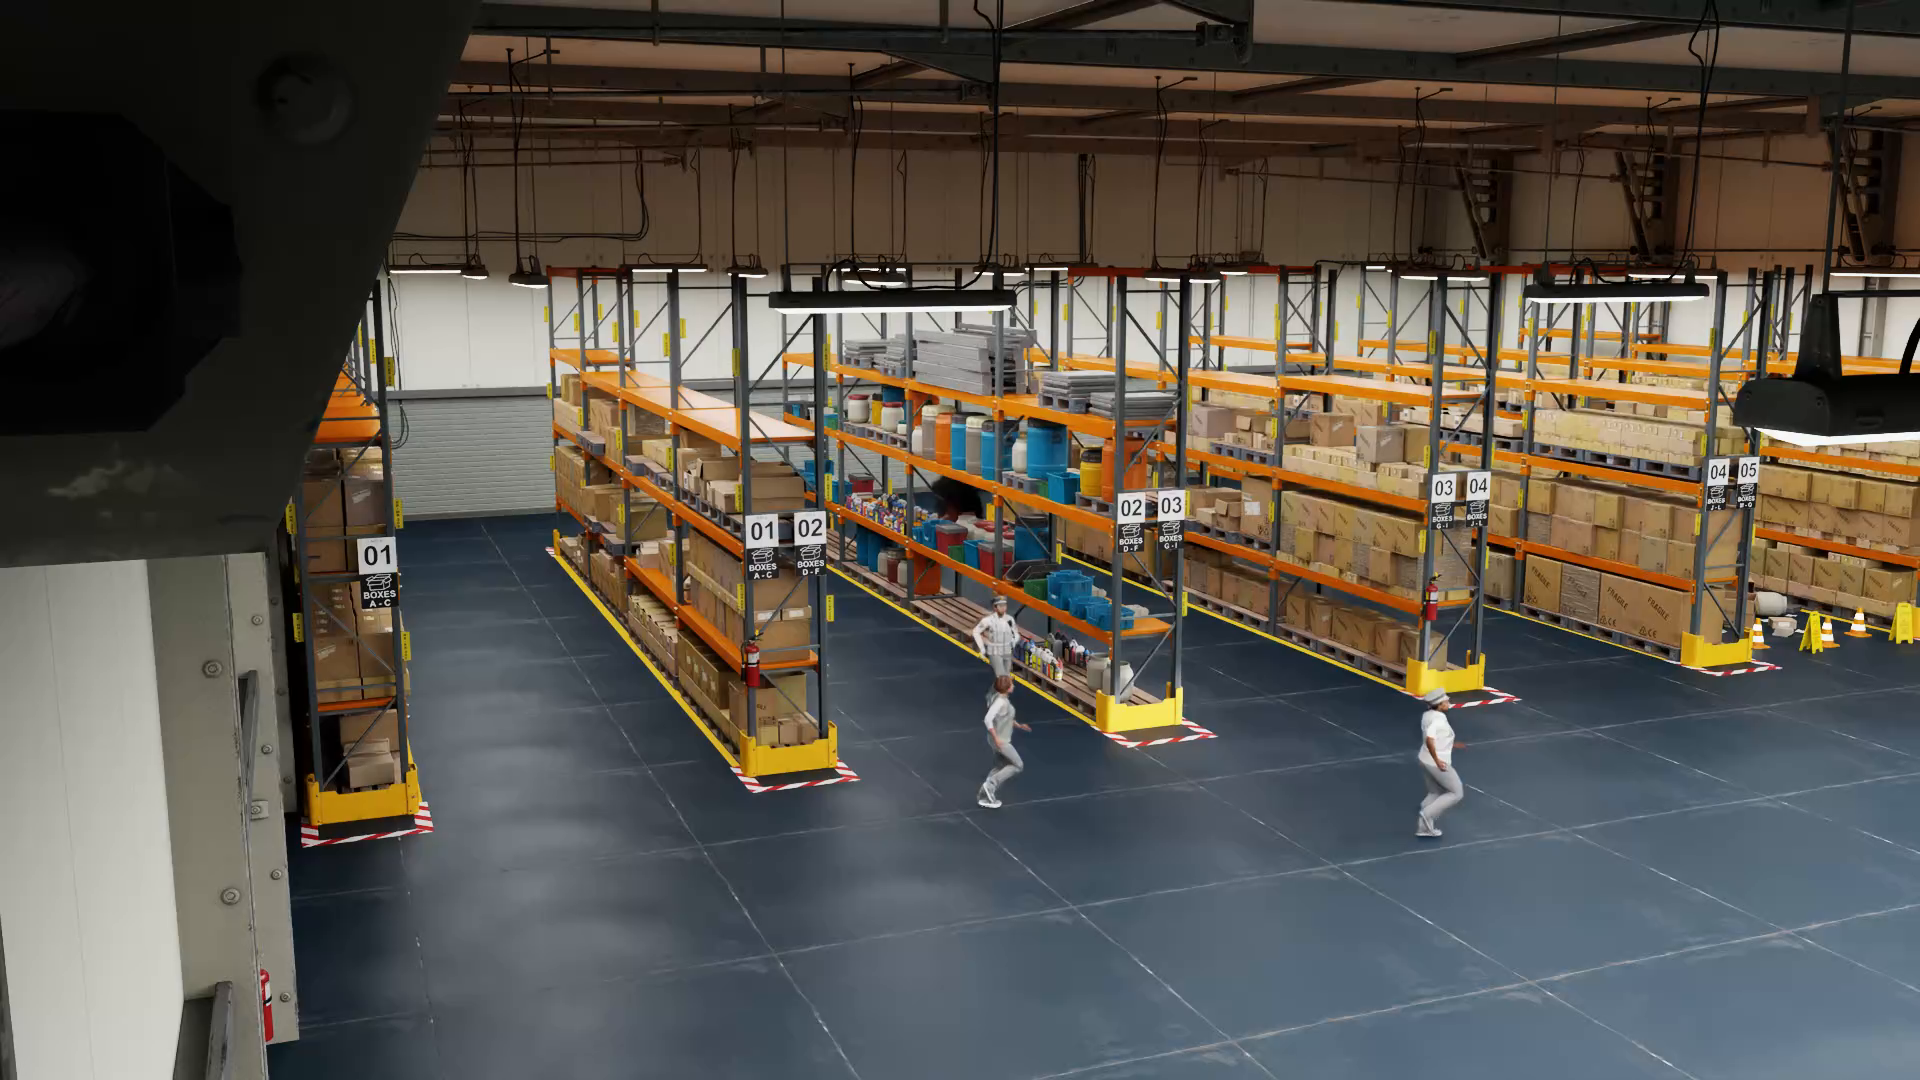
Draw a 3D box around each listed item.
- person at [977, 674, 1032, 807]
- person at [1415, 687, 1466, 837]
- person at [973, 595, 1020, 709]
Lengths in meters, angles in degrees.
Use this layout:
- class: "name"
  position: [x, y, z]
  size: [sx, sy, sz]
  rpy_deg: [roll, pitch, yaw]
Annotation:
- class: "person"
  position: [0.505, 2.297, 18.975]
  size: [0.626, 1.555, 0.521]
  rpy_deg: [0, 10, 1]
- class: "person"
  position: [5.210, 2.411, 18.023]
  size: [0.560, 1.659, 0.577]
  rpy_deg: [-1, 10, -7]
- class: "person"
  position: [0.554, 1.573, 22.754]
  size: [0.593, 1.660, 0.624]
  rpy_deg: [-5, 11, -28]
